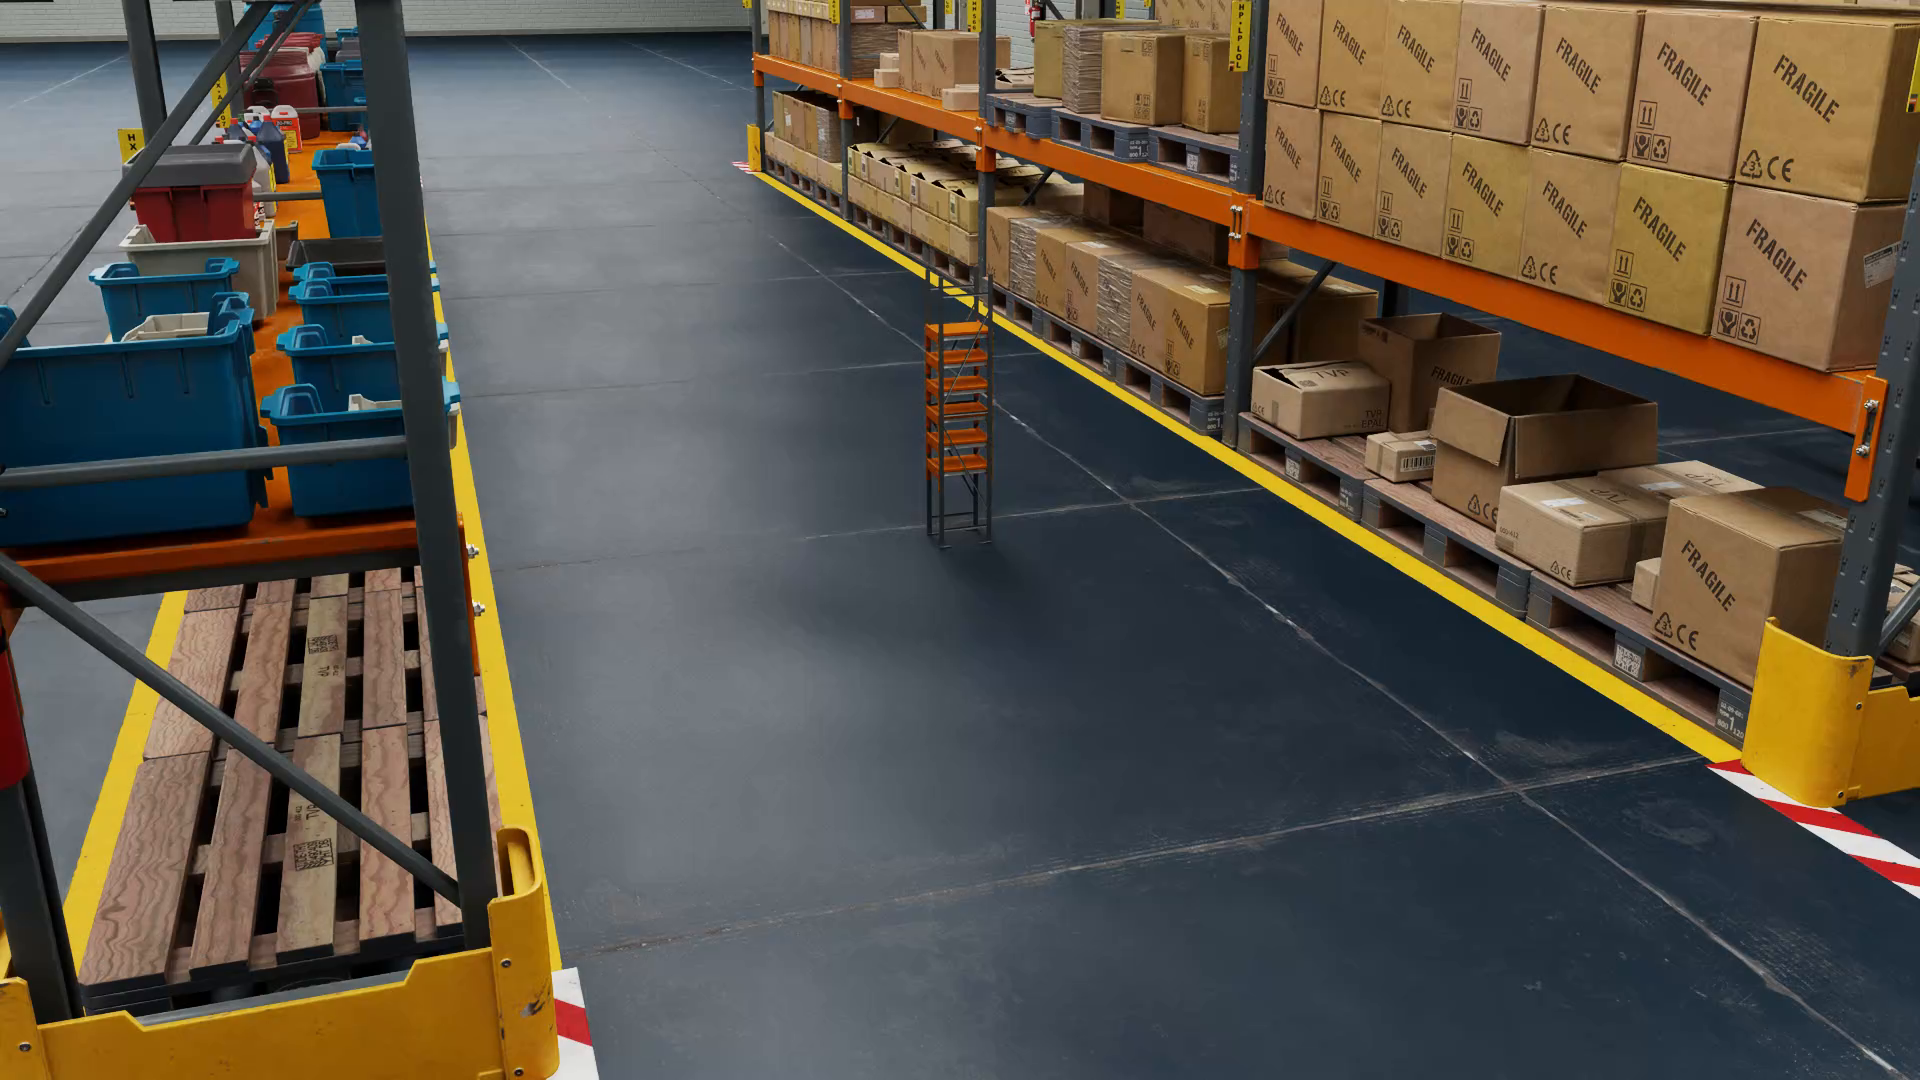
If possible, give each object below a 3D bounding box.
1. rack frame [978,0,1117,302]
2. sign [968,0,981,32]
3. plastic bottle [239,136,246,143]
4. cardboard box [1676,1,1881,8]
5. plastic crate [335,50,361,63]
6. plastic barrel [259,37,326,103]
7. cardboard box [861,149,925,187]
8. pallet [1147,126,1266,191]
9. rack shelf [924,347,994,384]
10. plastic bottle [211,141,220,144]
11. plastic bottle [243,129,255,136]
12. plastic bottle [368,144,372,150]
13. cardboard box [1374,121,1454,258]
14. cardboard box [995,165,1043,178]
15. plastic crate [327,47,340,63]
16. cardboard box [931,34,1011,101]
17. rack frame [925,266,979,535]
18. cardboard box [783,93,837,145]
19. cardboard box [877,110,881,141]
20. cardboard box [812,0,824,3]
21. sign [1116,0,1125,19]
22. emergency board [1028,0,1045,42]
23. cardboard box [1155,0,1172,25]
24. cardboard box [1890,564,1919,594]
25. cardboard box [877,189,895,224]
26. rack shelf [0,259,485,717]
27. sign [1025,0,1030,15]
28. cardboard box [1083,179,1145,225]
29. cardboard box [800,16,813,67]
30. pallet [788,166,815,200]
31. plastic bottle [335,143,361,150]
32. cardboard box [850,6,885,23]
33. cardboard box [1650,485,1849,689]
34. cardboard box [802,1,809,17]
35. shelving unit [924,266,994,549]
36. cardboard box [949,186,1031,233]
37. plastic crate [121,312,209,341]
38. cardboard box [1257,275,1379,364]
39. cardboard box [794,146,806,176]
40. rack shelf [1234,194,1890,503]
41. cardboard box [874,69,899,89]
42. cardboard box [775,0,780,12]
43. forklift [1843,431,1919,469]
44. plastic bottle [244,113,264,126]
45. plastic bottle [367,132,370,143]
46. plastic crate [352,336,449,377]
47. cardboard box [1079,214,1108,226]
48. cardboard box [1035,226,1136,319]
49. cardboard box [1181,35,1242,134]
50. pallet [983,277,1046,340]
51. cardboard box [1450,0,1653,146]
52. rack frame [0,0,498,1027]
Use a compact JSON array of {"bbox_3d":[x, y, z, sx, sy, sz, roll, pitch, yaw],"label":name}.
[{"bbox_3d":[0.627,-3.240,12.001,1.000,3.000,0.127,-6,21,-17],"label":"rack frame"},{"bbox_3d":[0.101,-3.725,11.638,0.100,0.325,0.005,-6,21,-17],"label":"sign"},{"bbox_3d":[-3.685,-1.944,8.581,0.097,0.271,0.097,0,20,0],"label":"plastic bottle"},{"bbox_3d":[2.928,-1.689,6.055,0.500,0.500,0.500,-6,21,-16],"label":"cardboard box"},{"bbox_3d":[-4.294,-3.297,12.062,0.402,0.464,0.583,-6,21,-17],"label":"plastic crate"},{"bbox_3d":[-5.011,-3.497,12.515,0.433,0.535,0.433,0,20,0],"label":"plastic barrel"},{"bbox_3d":[-0.585,-3.371,14.982,0.500,0.311,0.500,-7,21,-18],"label":"cardboard box"},{"bbox_3d":[1.737,-2.135,9.206,1.003,0.211,1.213,-6,21,-17],"label":"pallet"},{"bbox_3d":[-0.005,-0.753,7.161,0.258,0.103,0.180,-6,21,-17],"label":"rack shelf"},{"bbox_3d":[-3.419,-1.669,7.698,0.144,0.351,0.185,-6,21,-17],"label":"plastic bottle"},{"bbox_3d":[-3.812,-2.039,8.839,0.152,0.276,0.135,-6,21,-17],"label":"plastic bottle"},{"bbox_3d":[-2.894,-1.860,8.340,0.152,0.276,0.135,-6,21,-17],"label":"plastic bottle"},{"bbox_3d":[2.105,-1.487,6.970,0.500,0.500,0.500,-6,21,-17],"label":"cardboard box"},{"bbox_3d":[0.410,-2.939,13.778,0.500,0.311,0.500,-7,21,-19],"label":"cardboard box"},{"bbox_3d":[-5.378,-4.151,14.629,0.767,0.338,0.504,-6,21,-17],"label":"plastic crate"},{"bbox_3d":[0.084,-3.824,13.478,0.500,0.500,0.500,-8,21,-20],"label":"cardboard box"},{"bbox_3d":[-0.033,-0.599,7.308,0.240,1.200,0.006,-6,21,-17],"label":"rack frame"},{"bbox_3d":[-1.602,-4.549,17.981,0.500,0.500,0.500,-6,21,-17],"label":"cardboard box"},{"bbox_3d":[-0.644,-4.122,16.793,0.500,0.500,0.500,-6,21,-17],"label":"cardboard box"},{"bbox_3d":[-1.093,-5.646,16.632,0.700,0.500,0.500,-6,21,-17],"label":"cardboard box"},{"bbox_3d":[1.139,-3.809,11.988,0.100,0.325,0.005,-6,21,-17],"label":"sign"},{"bbox_3d":[1.229,-8.925,27.827,0.194,1.169,0.643,-6,21,-17],"label":"emergency board"},{"bbox_3d":[2.679,-6.442,19.997,0.500,0.500,0.500,-6,21,-17],"label":"cardboard box"},{"bbox_3d":[3.257,0.202,5.957,0.380,0.166,0.250,-6,21,-17],"label":"cardboard box"},{"bbox_3d":[-0.414,-2.942,14.616,0.500,0.250,0.500,-7,21,-19],"label":"cardboard box"},{"bbox_3d":[-2.191,-0.451,5.300,1.077,0.370,4.000,-6,21,-17],"label":"rack shelf"},{"bbox_3d":[1.153,-9.130,28.346,0.001,0.329,0.234,-6,21,-17],"label":"sign"},{"bbox_3d":[1.165,-2.331,11.407,0.500,0.250,0.500,-6,20,-15],"label":"cardboard box"},{"bbox_3d":[-1.264,-5.207,17.328,0.700,0.500,0.500,-6,21,-16],"label":"cardboard box"},{"bbox_3d":[-1.228,-3.864,17.861,1.003,0.211,1.213,-6,21,-17],"label":"pallet"},{"bbox_3d":[-3.039,-1.843,8.295,0.152,0.276,0.135,-6,21,-17],"label":"plastic bottle"},{"bbox_3d":[-0.919,-4.941,15.628,0.380,0.149,0.250,-6,21,-17],"label":"cardboard box"},{"bbox_3d":[2.737,0.148,5.615,0.500,0.500,0.500,-6,21,-17],"label":"cardboard box"},{"bbox_3d":[-1.403,-5.433,16.999,0.380,0.149,0.250,-6,21,-15],"label":"cardboard box"},{"bbox_3d":[-0.005,-0.569,7.227,0.258,1.200,0.189,-6,21,-17],"label":"shelving unit"},{"bbox_3d":[0.228,-2.550,12.695,0.500,0.311,0.500,-6,21,-16],"label":"cardboard box"},{"bbox_3d":[-2.289,-0.569,4.865,0.298,0.136,0.250,-6,21,-17],"label":"plastic crate"},{"bbox_3d":[1.963,-1.169,9.280,0.500,0.500,0.500,-7,21,-20],"label":"cardboard box"},{"bbox_3d":[-1.460,-4.034,17.657,0.500,0.250,0.500,-6,21,-17],"label":"cardboard box"},{"bbox_3d":[2.513,-0.976,6.762,1.077,0.370,4.000,-6,21,-17],"label":"rack shelf"},{"bbox_3d":[-0.546,-4.100,14.765,0.380,0.149,0.250,-6,21,-17],"label":"cardboard box"},{"bbox_3d":[-1.806,-5.847,18.149,0.380,0.149,0.250,-6,21,-17],"label":"cardboard box"},{"bbox_3d":[5.106,-1.250,6.560,1.130,2.935,3.031,-5,20,-14],"label":"forklift"},{"bbox_3d":[-4.102,-2.335,9.664,0.152,0.276,0.135,-6,21,-17],"label":"plastic bottle"},{"bbox_3d":[-3.075,-2.083,8.852,0.144,0.351,0.185,-6,21,-17],"label":"plastic bottle"},{"bbox_3d":[-1.563,-0.496,4.661,0.250,0.136,0.298,-6,21,-17],"label":"plastic crate"},{"bbox_3d":[1.144,-1.996,11.583,0.500,0.500,0.500,-6,20,-15],"label":"cardboard box"},{"bbox_3d":[0.821,-1.766,10.942,0.500,0.500,0.500,-7,21,-18],"label":"cardboard box"},{"bbox_3d":[1.671,-2.591,9.424,0.700,0.500,0.500,-3,20,-9],"label":"cardboard box"},{"bbox_3d":[0.826,-1.684,11.794,1.003,0.211,1.213,-6,21,-17],"label":"pallet"},{"bbox_3d":[2.252,-1.797,6.356,0.500,0.500,0.500,-6,21,-16],"label":"cardboard box"},{"bbox_3d":[-1.562,-0.148,3.392,1.000,3.000,0.127,-6,21,-17],"label":"rack frame"}]
